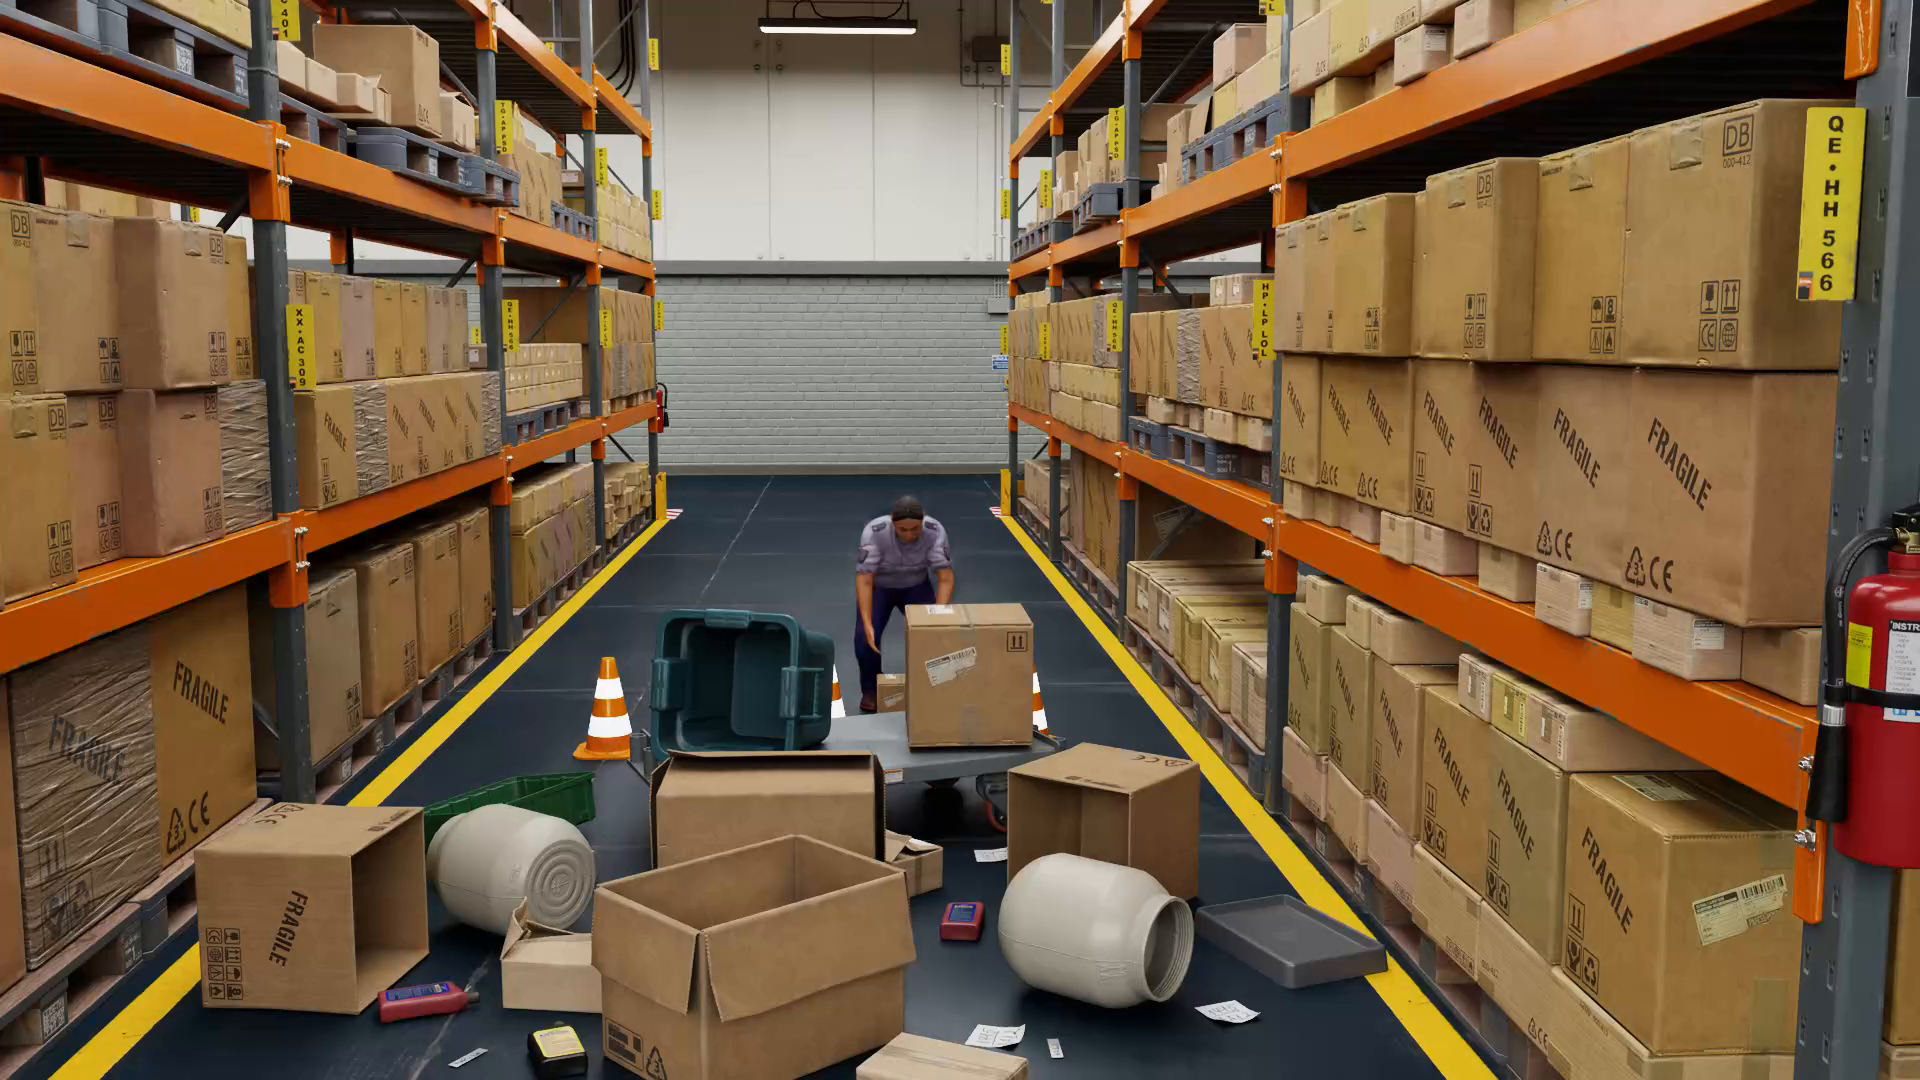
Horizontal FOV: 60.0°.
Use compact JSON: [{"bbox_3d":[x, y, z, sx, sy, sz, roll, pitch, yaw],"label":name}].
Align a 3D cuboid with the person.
[{"bbox_3d":[-0.307,0.329,9.009,0.541,1.198,0.742,0,7,-4],"label":"person"}]
